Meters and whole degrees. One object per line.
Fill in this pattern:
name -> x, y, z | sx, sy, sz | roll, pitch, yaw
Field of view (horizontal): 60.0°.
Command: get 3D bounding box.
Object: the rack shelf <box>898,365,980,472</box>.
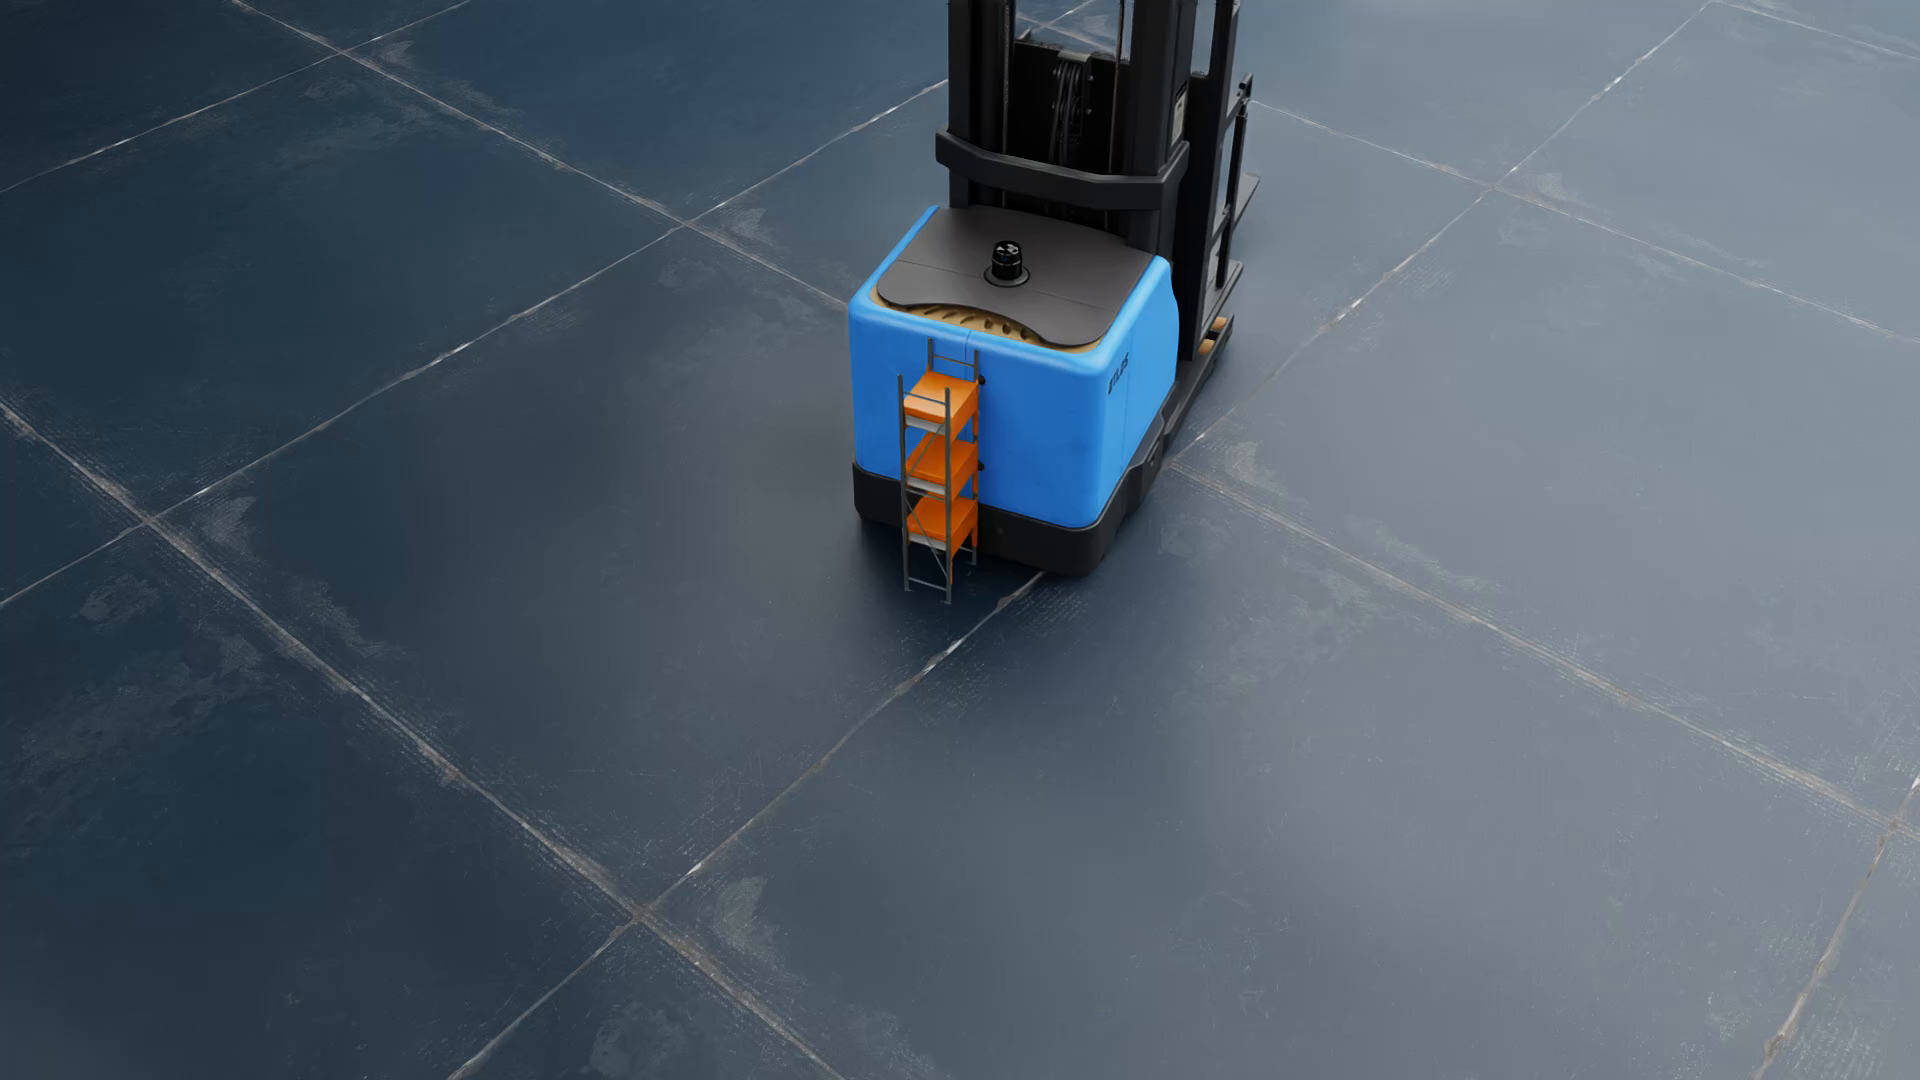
rack shelf -> -0.076, -0.441, 6.049 | 0.215, 0.259, 0.240 | 17, 45, 18

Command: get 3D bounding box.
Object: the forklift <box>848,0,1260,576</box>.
forklift -> 0.616, -1.941, 6.706 | 1.130, 2.935, 3.031 | 16, 45, 17

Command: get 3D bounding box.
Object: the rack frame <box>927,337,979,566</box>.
rack frame -> -0.025, -0.314, 6.315 | 0.200, 1.050, 0.008 | 17, 45, 18

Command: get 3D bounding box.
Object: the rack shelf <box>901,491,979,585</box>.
rack shelf -> -0.076, -0.026, 6.427 | 0.215, 0.259, 0.240 | 17, 45, 18

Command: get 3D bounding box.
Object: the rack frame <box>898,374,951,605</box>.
rack frame -> -0.126, -0.164, 6.150 | 0.200, 1.050, 0.008 | 17, 45, 18

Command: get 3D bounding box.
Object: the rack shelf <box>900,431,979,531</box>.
rack shelf -> -0.076, -0.231, 6.240 | 0.215, 0.259, 0.240 | 17, 45, 18

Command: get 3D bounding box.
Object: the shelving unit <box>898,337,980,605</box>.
shelving unit -> -0.076, -0.239, 6.233 | 0.215, 1.050, 0.252 | 17, 45, 18
